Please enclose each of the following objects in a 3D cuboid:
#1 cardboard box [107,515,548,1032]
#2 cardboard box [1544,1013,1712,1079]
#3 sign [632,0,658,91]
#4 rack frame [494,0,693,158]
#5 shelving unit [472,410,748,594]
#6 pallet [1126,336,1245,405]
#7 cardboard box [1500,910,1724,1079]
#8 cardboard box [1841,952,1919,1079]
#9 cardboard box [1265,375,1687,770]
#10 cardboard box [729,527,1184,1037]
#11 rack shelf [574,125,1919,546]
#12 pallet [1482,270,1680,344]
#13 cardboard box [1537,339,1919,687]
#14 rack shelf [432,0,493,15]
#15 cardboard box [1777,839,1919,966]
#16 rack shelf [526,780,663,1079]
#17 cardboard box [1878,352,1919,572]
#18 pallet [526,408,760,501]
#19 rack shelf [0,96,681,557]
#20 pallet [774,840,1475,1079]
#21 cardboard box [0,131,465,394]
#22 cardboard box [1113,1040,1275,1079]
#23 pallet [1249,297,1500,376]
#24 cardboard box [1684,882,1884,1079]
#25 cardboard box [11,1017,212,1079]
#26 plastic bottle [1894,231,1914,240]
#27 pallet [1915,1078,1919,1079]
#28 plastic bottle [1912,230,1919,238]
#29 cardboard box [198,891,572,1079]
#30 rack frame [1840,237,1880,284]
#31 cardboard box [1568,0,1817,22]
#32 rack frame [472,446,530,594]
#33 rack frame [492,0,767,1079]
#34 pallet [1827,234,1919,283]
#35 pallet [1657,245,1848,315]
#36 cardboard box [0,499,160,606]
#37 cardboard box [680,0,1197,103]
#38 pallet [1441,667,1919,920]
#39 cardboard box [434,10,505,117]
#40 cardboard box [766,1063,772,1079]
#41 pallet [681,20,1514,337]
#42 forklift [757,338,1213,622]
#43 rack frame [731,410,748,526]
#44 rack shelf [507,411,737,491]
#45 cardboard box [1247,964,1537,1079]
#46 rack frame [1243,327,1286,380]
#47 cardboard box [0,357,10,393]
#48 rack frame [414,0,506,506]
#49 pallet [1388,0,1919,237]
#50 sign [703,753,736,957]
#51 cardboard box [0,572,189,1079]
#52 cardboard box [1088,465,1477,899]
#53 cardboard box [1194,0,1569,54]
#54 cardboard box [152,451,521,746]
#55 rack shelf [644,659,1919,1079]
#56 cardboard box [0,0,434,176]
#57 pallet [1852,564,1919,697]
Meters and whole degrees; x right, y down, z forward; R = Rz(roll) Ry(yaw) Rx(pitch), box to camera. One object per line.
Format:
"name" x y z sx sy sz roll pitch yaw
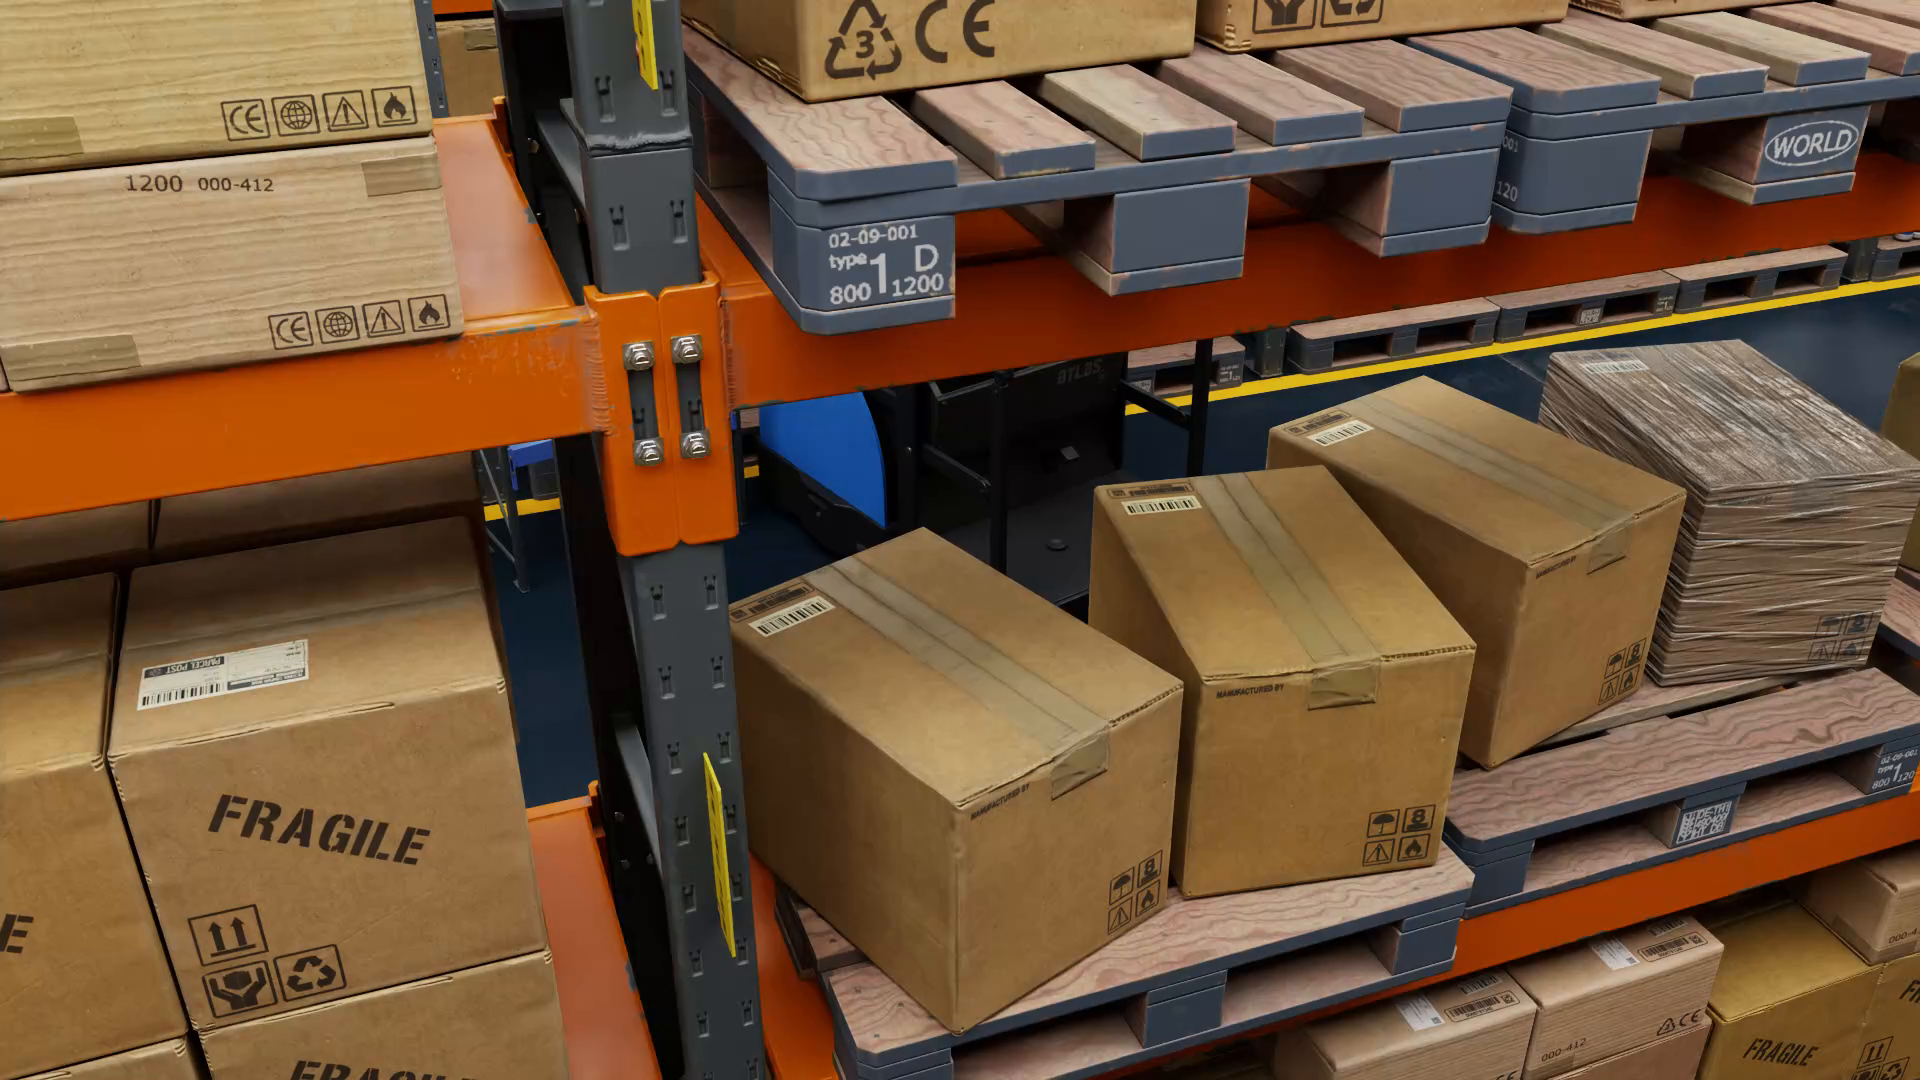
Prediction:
"cardboard box" -0.943 0.332 2.526 0.500 0.500 0.500 -10 31 -17
"cardboard box" 1.420 1.260 4.089 0.500 0.500 0.500 -12 32 -19
"sign" -0.363 -0.675 1.852 0.005 0.325 0.100 -10 31 -18
"rack frame" -0.560 -2.004 1.677 0.127 3.000 1.000 -10 31 -18
"shelving unit" -1.512 -0.677 6.923 1.048 1.500 0.538 -19 35 -29
"pallet" 0.741 -1.020 8.827 1.213 0.211 1.003 -10 31 -18
"cardboard box" 1.386 0.942 3.890 0.500 0.250 0.500 -11 31 -19
"cardboard box" 2.395 1.077 4.410 0.500 0.500 0.500 -9 31 -16
"cardboard box" 1.075 0.043 3.619 0.500 0.500 0.700 -19 35 -30
"cardboard box" -0.038 0.399 2.995 0.500 0.500 0.700 -22 37 -34
"rack shelf" 1.315 -0.734 3.204 4.000 0.370 1.077 -10 31 -18
"pallet" 3.347 -1.500 9.669 1.213 0.211 1.003 -10 31 -18
"cardboard box" 1.715 -0.084 3.841 0.500 0.500 0.700 -5 30 -8
"rack shelf" -2.136 -4.027 12.015 4.000 0.370 1.077 -10 31 -18
"cardboard box" 2.343 0.763 4.204 0.500 0.250 0.500 -9 31 -16
"rack shelf" -2.434 1.260 2.735 4.000 0.370 1.077 -10 31 -18
"cardboard box" 2.638 -0.153 3.963 0.500 0.500 0.700 -22 37 -34
"pallet" -1.546 -0.599 8.087 1.213 0.211 1.003 -10 31 -18
"rack shelf" -2.434 -0.043 1.992 4.000 0.370 1.077 -10 31 -18
"pallet" 0.227 0.599 3.363 1.213 0.211 1.003 -10 31 -18
"cardboard box" -0.923 -0.428 2.093 0.500 0.250 0.500 -10 31 -18
"cardboard box" 0.475 1.430 3.791 0.500 0.500 0.500 -10 31 -17
"pallet" 2.205 -1.291 9.303 1.213 0.211 1.003 -10 31 -18
"cardboard box" 1.910 1.166 4.253 0.500 0.500 0.500 -12 32 -19
"cardboard box" -1.421 0.854 2.620 0.500 0.500 0.500 -10 31 -16
"plastic bottle" 5.666 -1.935 9.927 0.097 0.271 0.097 0 30 0
"pallet" 2.476 1.235 4.869 1.213 0.211 1.003 -10 31 -18
"plastic bottle" 5.761 -1.922 9.975 0.097 0.201 0.097 0 30 0
"cardboard box" -0.939 0.764 2.777 0.500 0.500 0.500 -10 31 -17
"rack frame" 5.215 -3.077 9.621 0.127 3.000 1.000 -10 31 -18
"cardboard box" 1.187 -1.255 2.765 0.600 0.600 0.600 -12 32 -20
"rack frame" -1.931 -0.534 6.673 0.032 1.500 0.500 -19 35 -29
"rack frame" -0.560 0.602 3.162 0.127 3.000 1.000 -10 31 -18
"pallet" 5.859 -1.962 10.481 1.213 0.211 1.003 -10 31 -18
"pallet" 4.492 -1.712 10.042 1.213 0.211 1.003 -10 31 -18
"cardboard box" -1.583 0.165 2.820 0.500 0.500 0.500 -11 32 -19
"cardboard box" -0.062 -1.023 2.359 0.600 0.600 0.600 -14 32 -22
"pallet" 1.368 0.333 3.829 1.213 0.211 1.003 -10 31 -18
"cardboard box" -3.417 -3.373 11.863 0.875 0.875 1.225 -10 31 -17
"cardboard box" -0.197 1.279 4.055 0.500 0.500 0.500 -11 31 -18
"pallet" 0.076 -0.699 2.607 1.003 0.211 1.213 -10 31 -18
"forklift" 0.377 -1.024 6.086 1.130 2.935 3.031 -20 35 -31
"rack frame" -1.093 -0.819 7.173 0.032 1.500 0.500 -19 35 -29
"rack shelf" -1.512 -0.521 7.012 1.000 0.185 0.538 -19 35 -29
"cardboard box" 0.916 1.029 3.738 0.500 0.250 0.500 -10 31 -18
"rack frame" 1.466 -2.387 8.409 0.127 3.000 1.000 -10 31 -18
"cardboard box" -1.395 -0.347 1.950 0.500 0.250 0.500 -10 31 -18
"rack frame" -2.283 -1.696 7.197 0.127 3.000 1.000 -10 31 -18
"pallet" 1.047 -0.880 2.924 1.003 0.211 1.213 -10 31 -18
"sign" -0.363 0.477 2.509 0.005 0.325 0.100 -10 31 -18
"cardboard box" -1.422 0.422 2.369 0.500 0.500 0.500 -11 31 -19
"cardboard box" 0.585 0.250 3.255 0.500 0.500 0.700 -6 30 -10
"cardboard box" 0.557 -1.149 2.580 0.600 0.600 0.600 -11 31 -18
"cardboard box" -1.099 0.075 2.977 0.500 0.500 0.500 -10 31 -16
"rack shelf" 1.315 0.570 3.946 4.000 0.370 1.077 -10 31 -18
"cardboard box" -0.921 -0.643 1.965 0.500 0.250 0.500 -10 31 -18
"pallet" 2.579 0.145 4.159 1.003 0.211 1.213 -10 31 -18
